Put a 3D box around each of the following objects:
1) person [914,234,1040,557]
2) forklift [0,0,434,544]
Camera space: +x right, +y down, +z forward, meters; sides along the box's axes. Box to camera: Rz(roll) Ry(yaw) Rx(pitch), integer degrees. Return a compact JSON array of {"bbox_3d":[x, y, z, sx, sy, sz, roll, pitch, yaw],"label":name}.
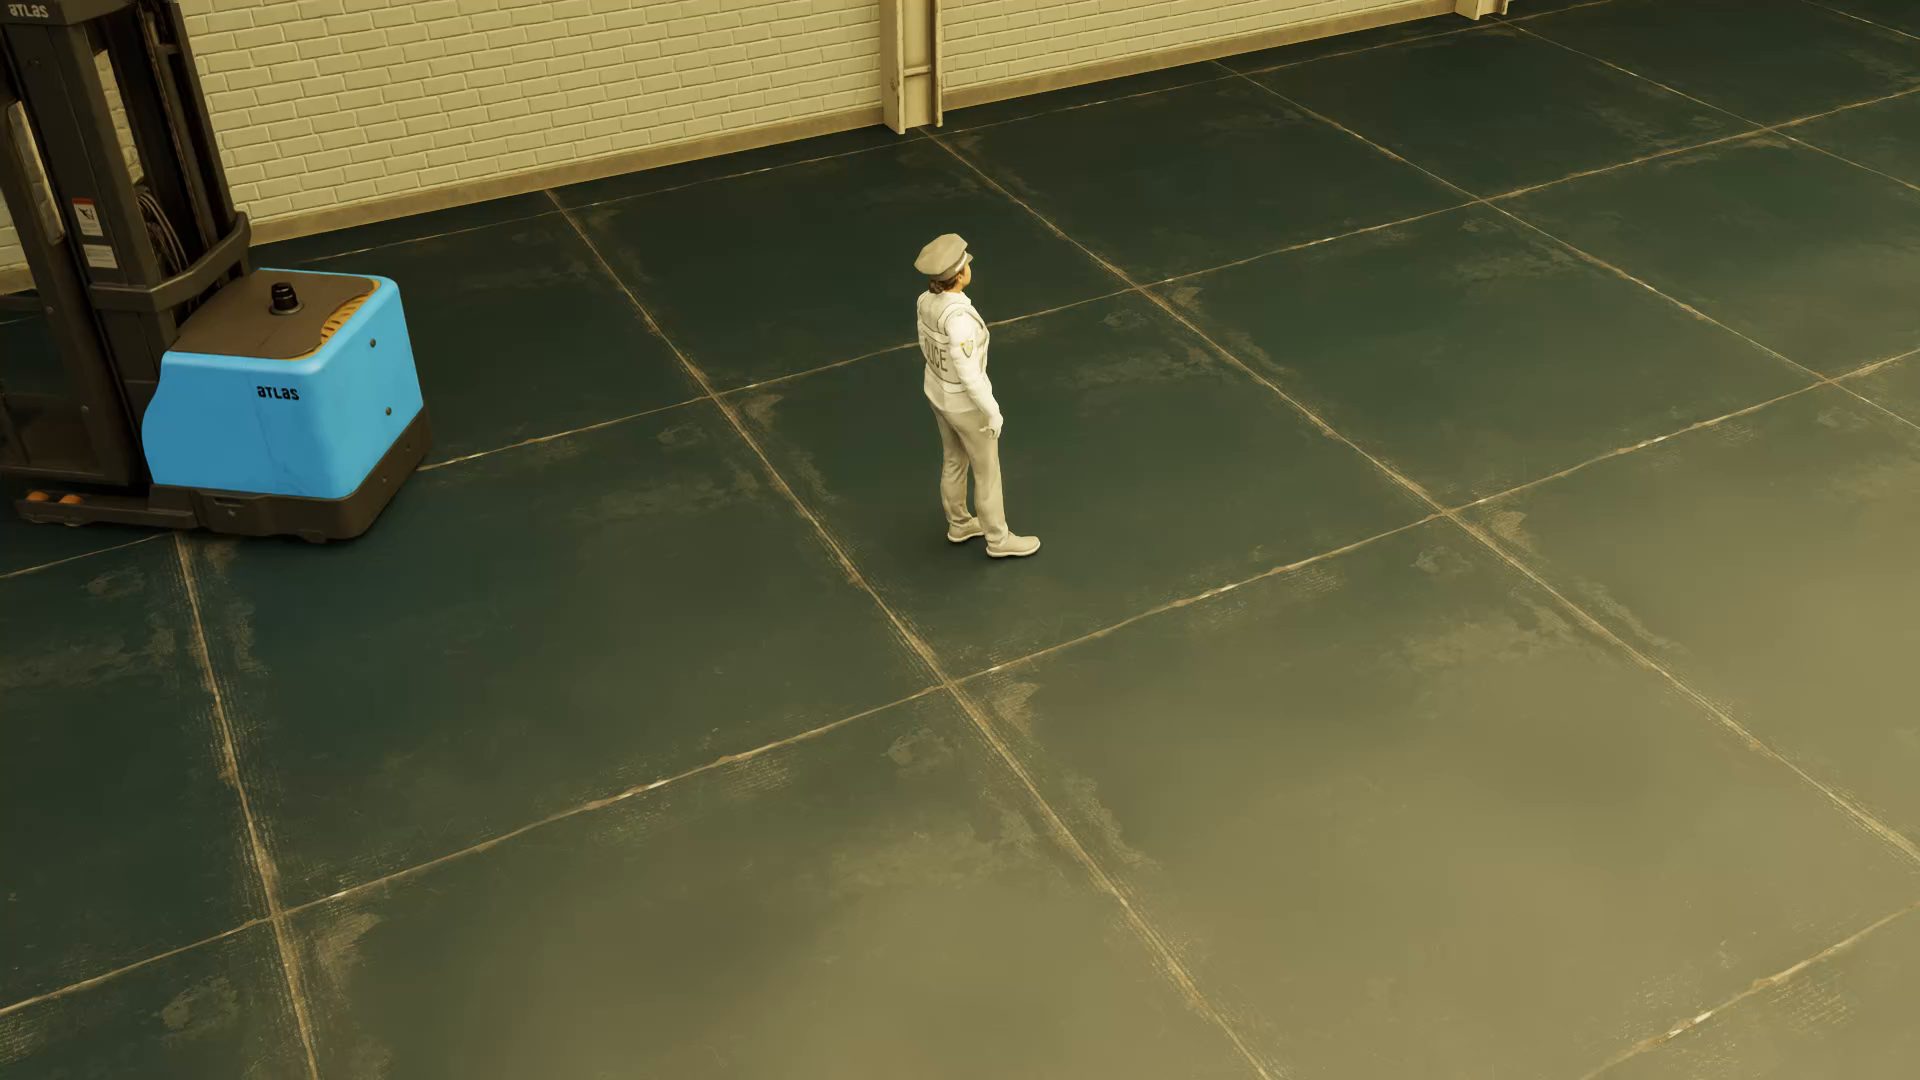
[{"bbox_3d":[0.064,-0.713,8.190,0.530,1.694,0.587,-17,39,-23],"label":"person"},{"bbox_3d":[-4.507,-1.563,8.334,3.031,2.935,1.130,5,36,7],"label":"forklift"}]
